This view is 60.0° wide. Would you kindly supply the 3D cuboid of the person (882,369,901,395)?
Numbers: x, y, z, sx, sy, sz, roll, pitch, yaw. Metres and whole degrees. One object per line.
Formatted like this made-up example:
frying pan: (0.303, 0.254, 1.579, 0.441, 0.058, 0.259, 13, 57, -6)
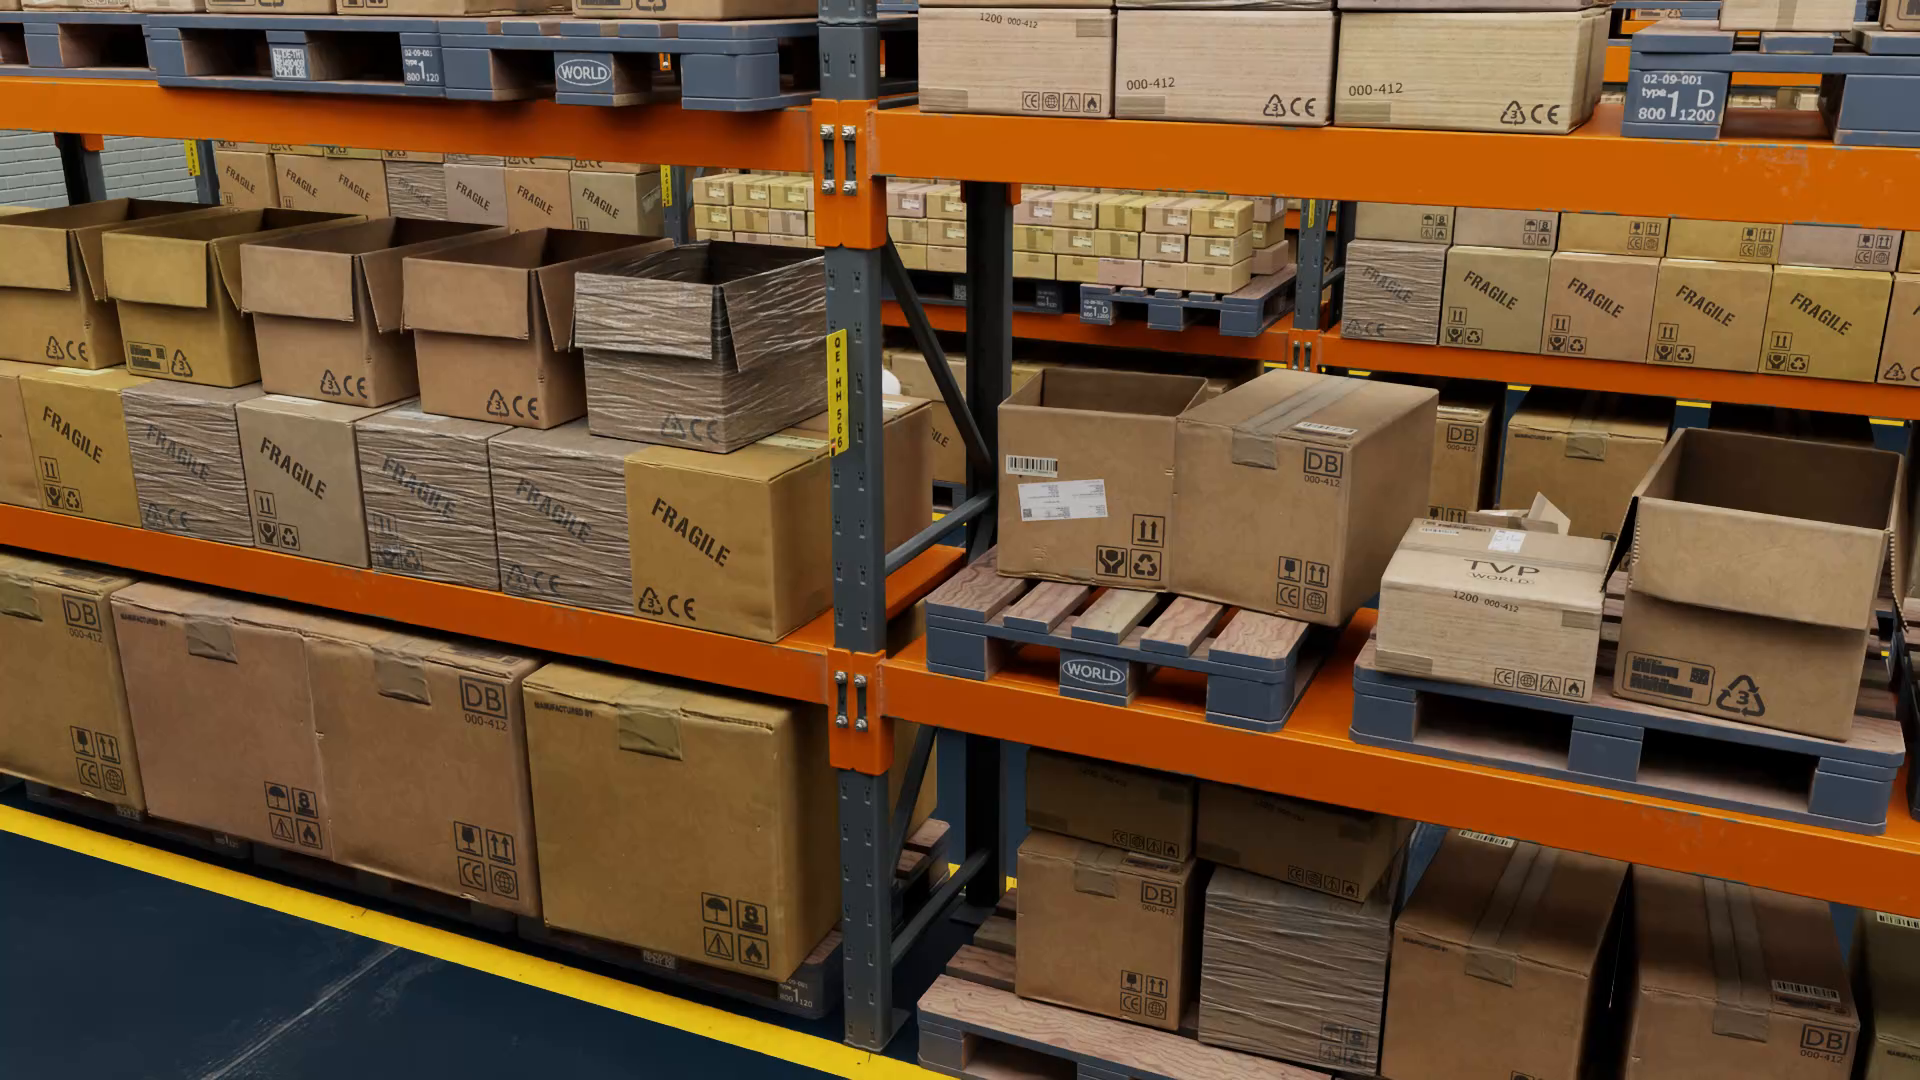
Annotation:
person: (-0.315, -0.085, 7.183, 0.600, 1.774, 0.656, 4, 19, 11)
